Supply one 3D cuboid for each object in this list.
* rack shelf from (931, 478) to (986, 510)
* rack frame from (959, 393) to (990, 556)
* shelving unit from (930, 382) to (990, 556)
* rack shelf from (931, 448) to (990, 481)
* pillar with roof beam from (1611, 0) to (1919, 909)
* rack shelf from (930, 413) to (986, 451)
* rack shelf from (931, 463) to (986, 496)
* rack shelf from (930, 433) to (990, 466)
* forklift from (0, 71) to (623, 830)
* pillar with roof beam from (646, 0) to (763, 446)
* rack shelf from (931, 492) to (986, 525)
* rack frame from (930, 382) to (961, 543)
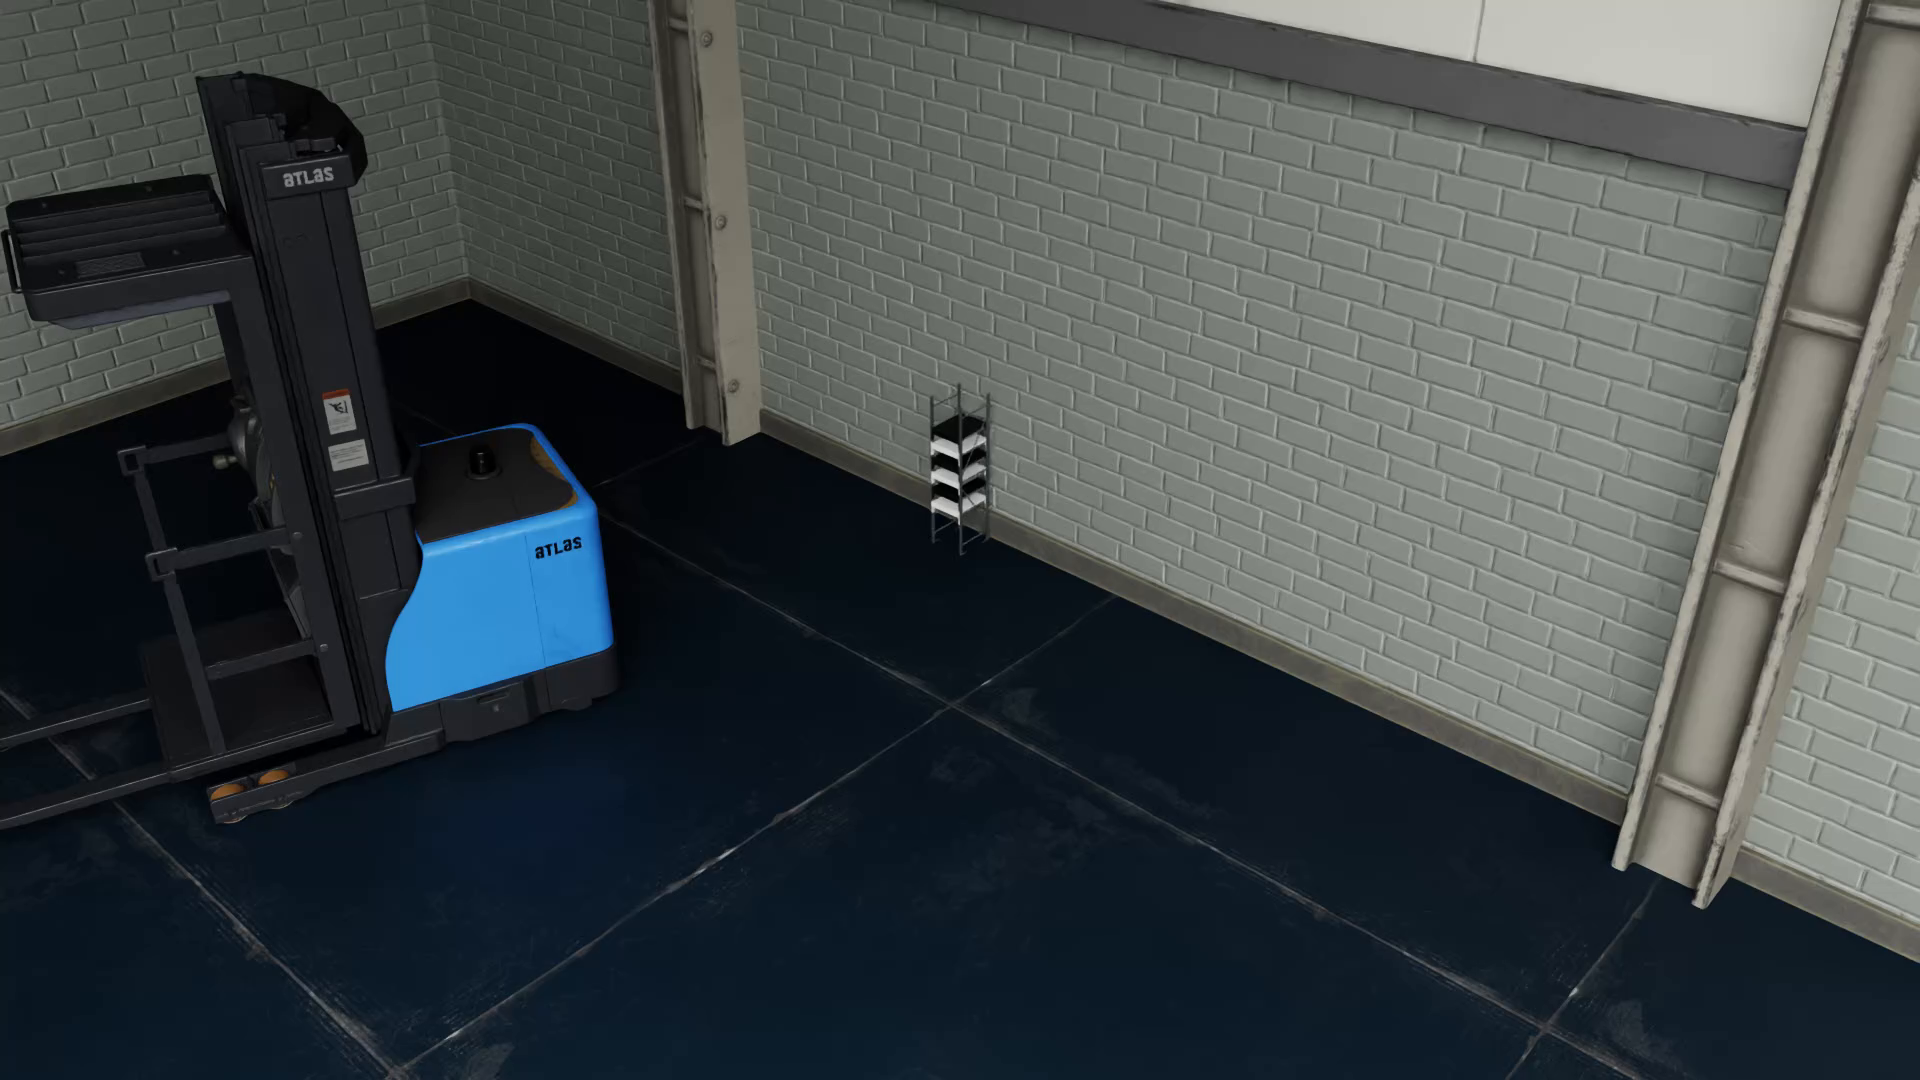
[{"bbox_3d":[0.001,-0.273,9.070,0.200,0.077,0.258,25,39,35],"label":"rack shelf"},{"bbox_3d":[0.077,-0.344,8.948,0.006,0.900,0.240,25,39,35],"label":"rack frame"},{"bbox_3d":[0.001,-0.379,9.006,0.210,0.900,0.258,25,39,35],"label":"shelving unit"},{"bbox_3d":[0.001,-0.427,8.977,0.200,0.077,0.258,25,39,35],"label":"rack shelf"},{"bbox_3d":[0.090,-0.833,1.909,0.400,9.000,9.100,25,39,35],"label":"pillar with roof beam"},{"bbox_3d":[0.000,-0.581,8.884,0.200,0.077,0.258,25,39,35],"label":"rack shelf"},{"bbox_3d":[0.001,-0.350,9.023,0.200,0.077,0.258,25,39,35],"label":"rack shelf"},{"bbox_3d":[0.001,-0.504,8.930,0.200,0.077,0.258,25,39,35],"label":"rack shelf"},{"bbox_3d":[-3.158,-0.340,6.973,3.031,2.935,1.130,-16,35,-25],"label":"forklift"},{"bbox_3d":[-4.358,-2.910,5.358,0.400,9.000,9.100,25,39,35],"label":"pillar with roof beam"},{"bbox_3d":[0.001,-0.196,9.117,0.200,0.077,0.258,25,39,35],"label":"rack shelf"},{"bbox_3d":[-0.075,-0.414,9.064,0.006,0.900,0.240,25,39,35],"label":"rack frame"}]
